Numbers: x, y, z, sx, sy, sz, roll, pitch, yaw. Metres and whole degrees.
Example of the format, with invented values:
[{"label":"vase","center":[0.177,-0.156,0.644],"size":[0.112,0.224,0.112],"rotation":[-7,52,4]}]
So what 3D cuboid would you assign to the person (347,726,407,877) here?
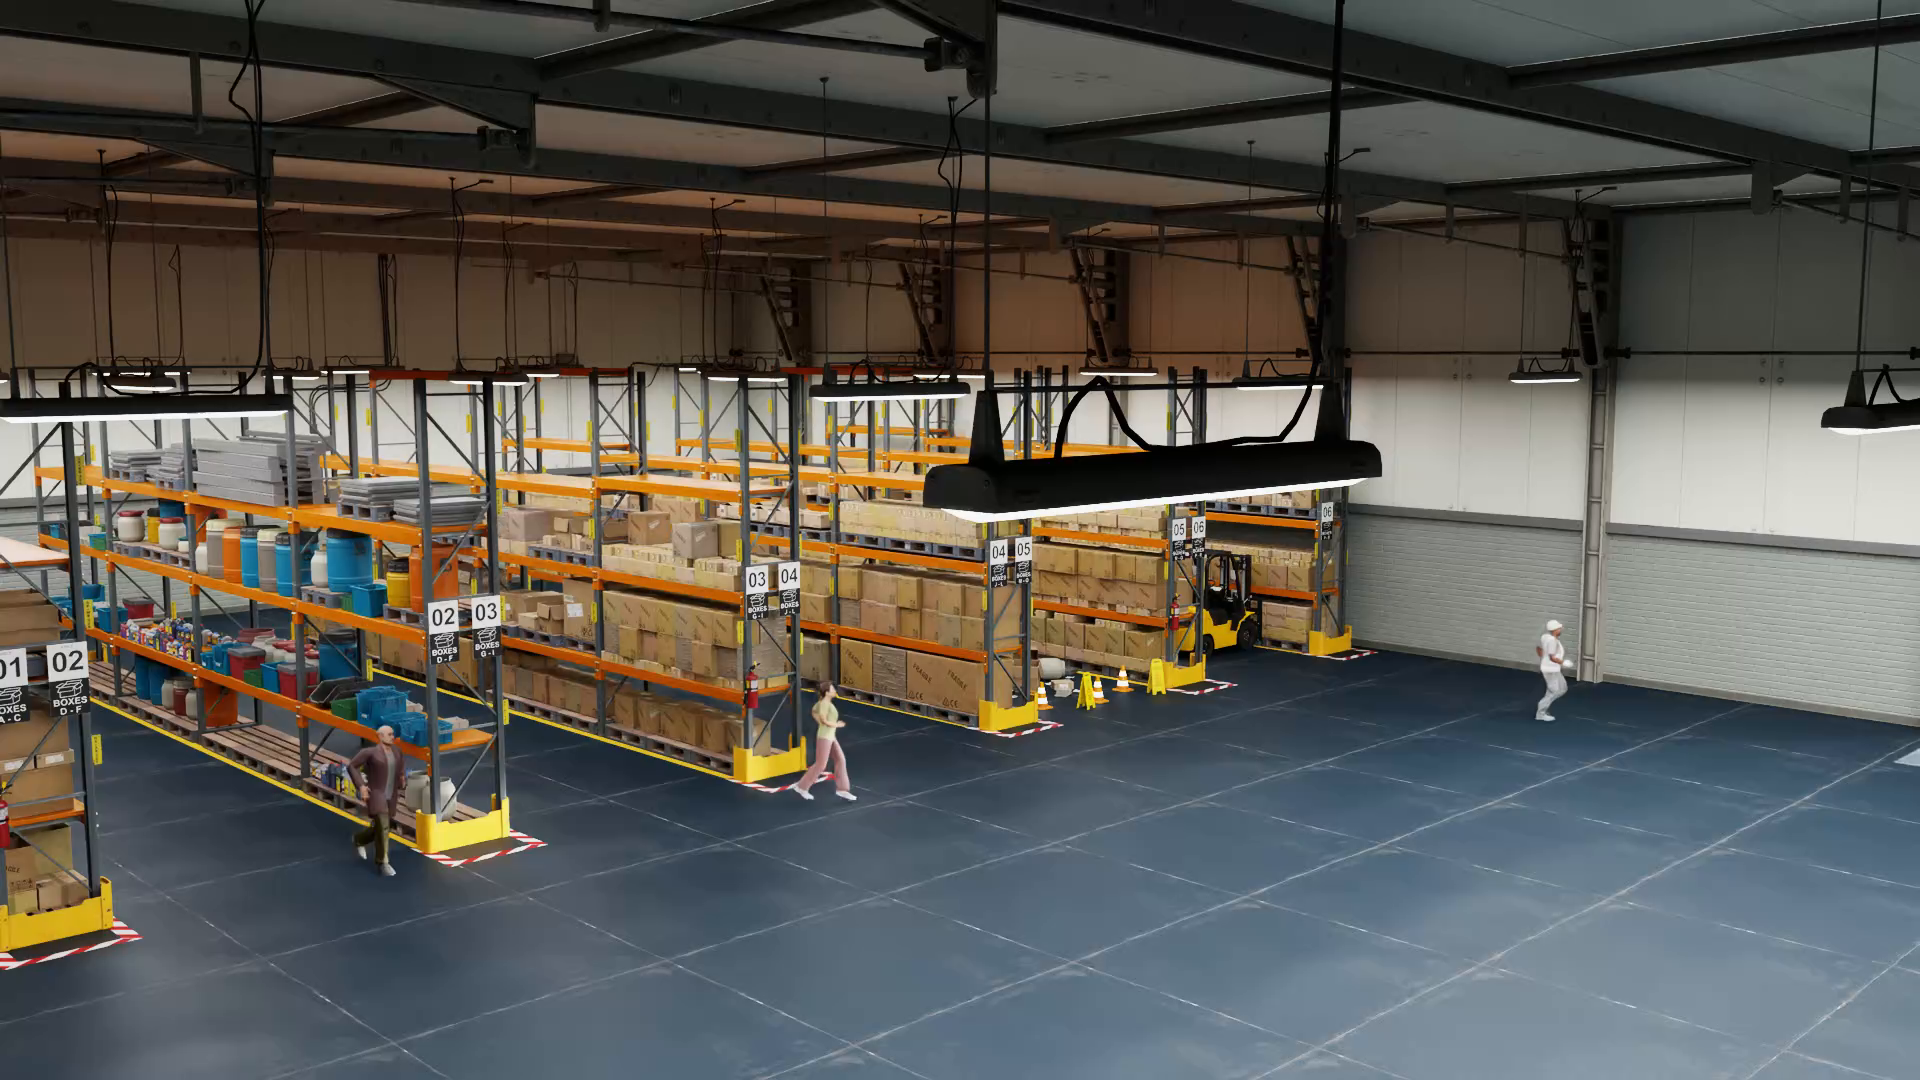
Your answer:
[{"label":"person","center":[-7.142,3.167,20.500],"size":[0.954,1.770,0.746],"rotation":[4,8,32]}]

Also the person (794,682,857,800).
[{"label":"person","center":[-1.904,2.841,23.548],"size":[0.885,1.679,0.606],"rotation":[0,6,-1]}]

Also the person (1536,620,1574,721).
[{"label":"person","center":[10.214,2.238,28.549],"size":[0.587,1.740,0.683],"rotation":[2,7,16]}]

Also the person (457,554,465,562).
[{"label":"person","center":[-11.950,1.041,39.190],"size":[0.752,1.727,0.606],"rotation":[2,7,19]}]
